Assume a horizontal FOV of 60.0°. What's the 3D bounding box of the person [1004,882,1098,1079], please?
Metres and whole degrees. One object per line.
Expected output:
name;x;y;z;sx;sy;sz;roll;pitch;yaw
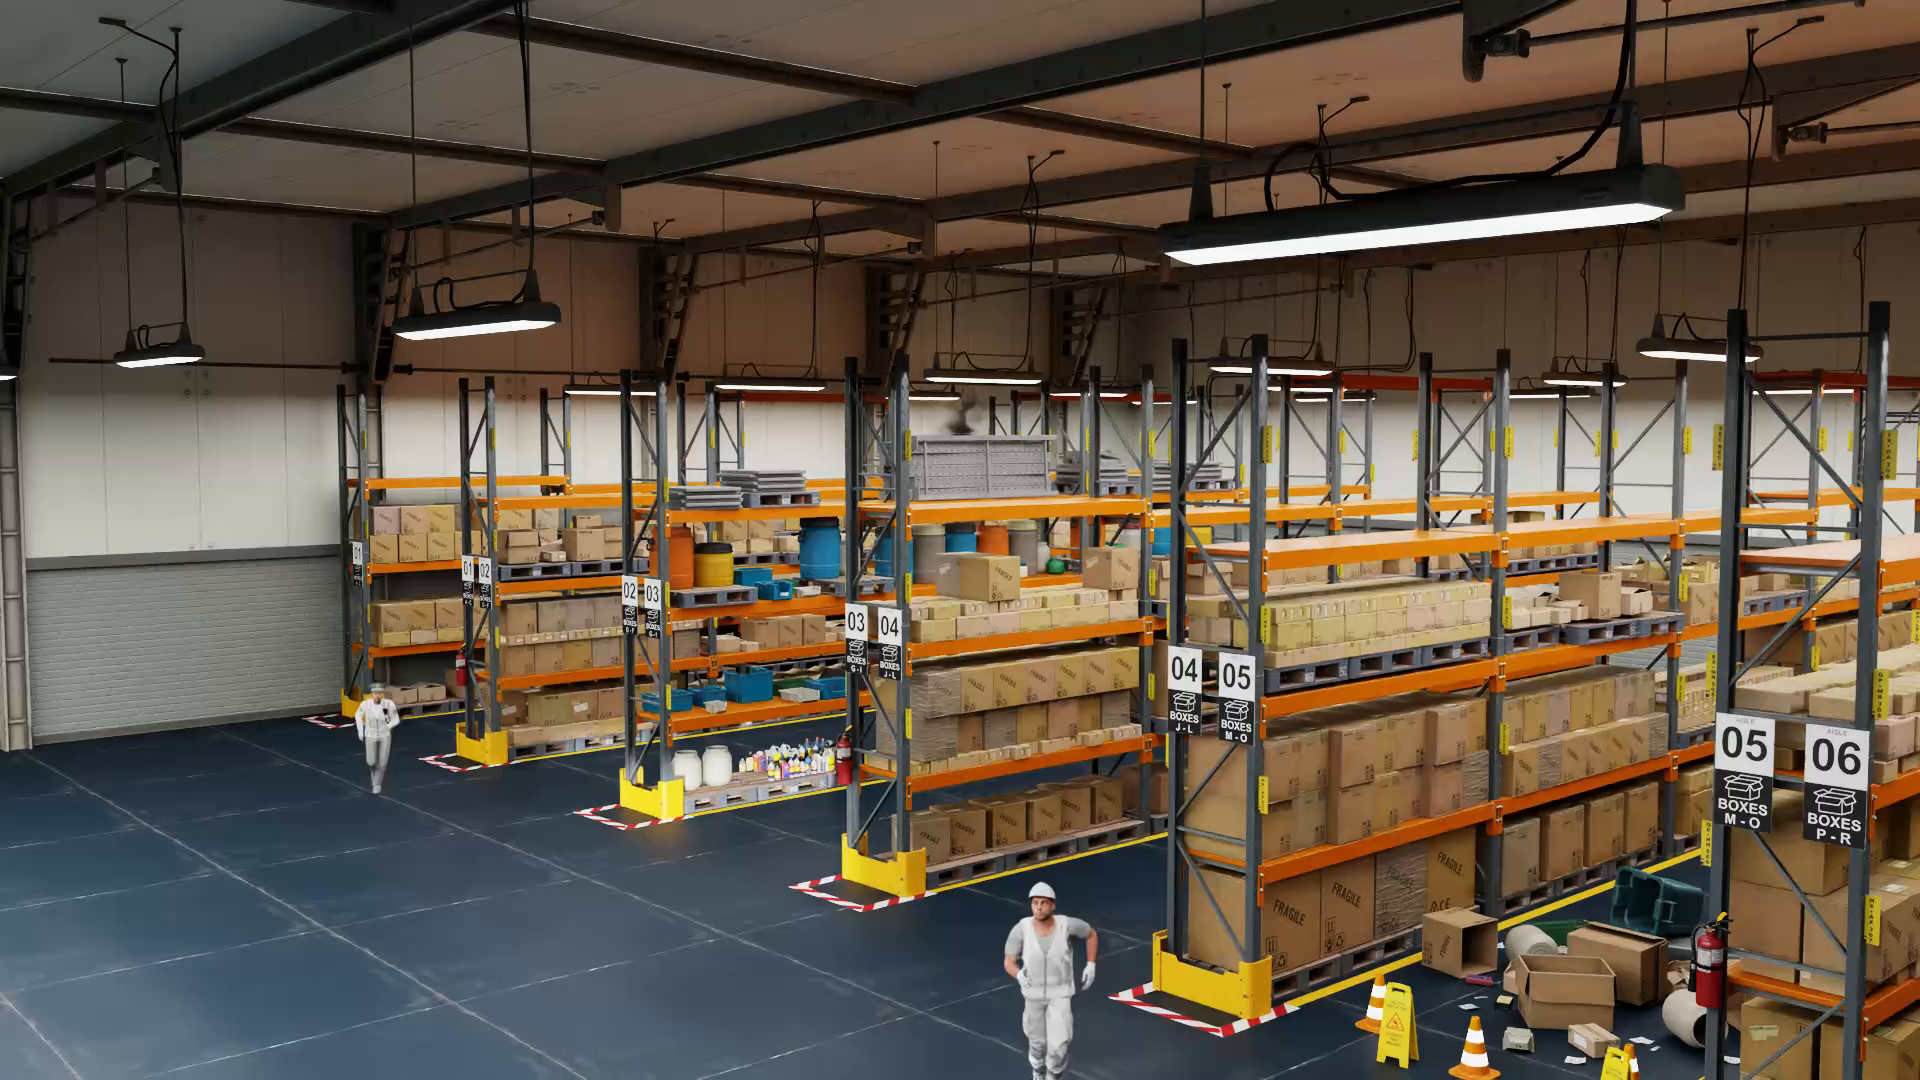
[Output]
person;0.673;3.442;12.518;0.678;1.754;0.853;1;4;11

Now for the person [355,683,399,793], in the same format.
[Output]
person;-8.238;2.801;23.542;0.579;1.608;0.627;-1;4;-22
